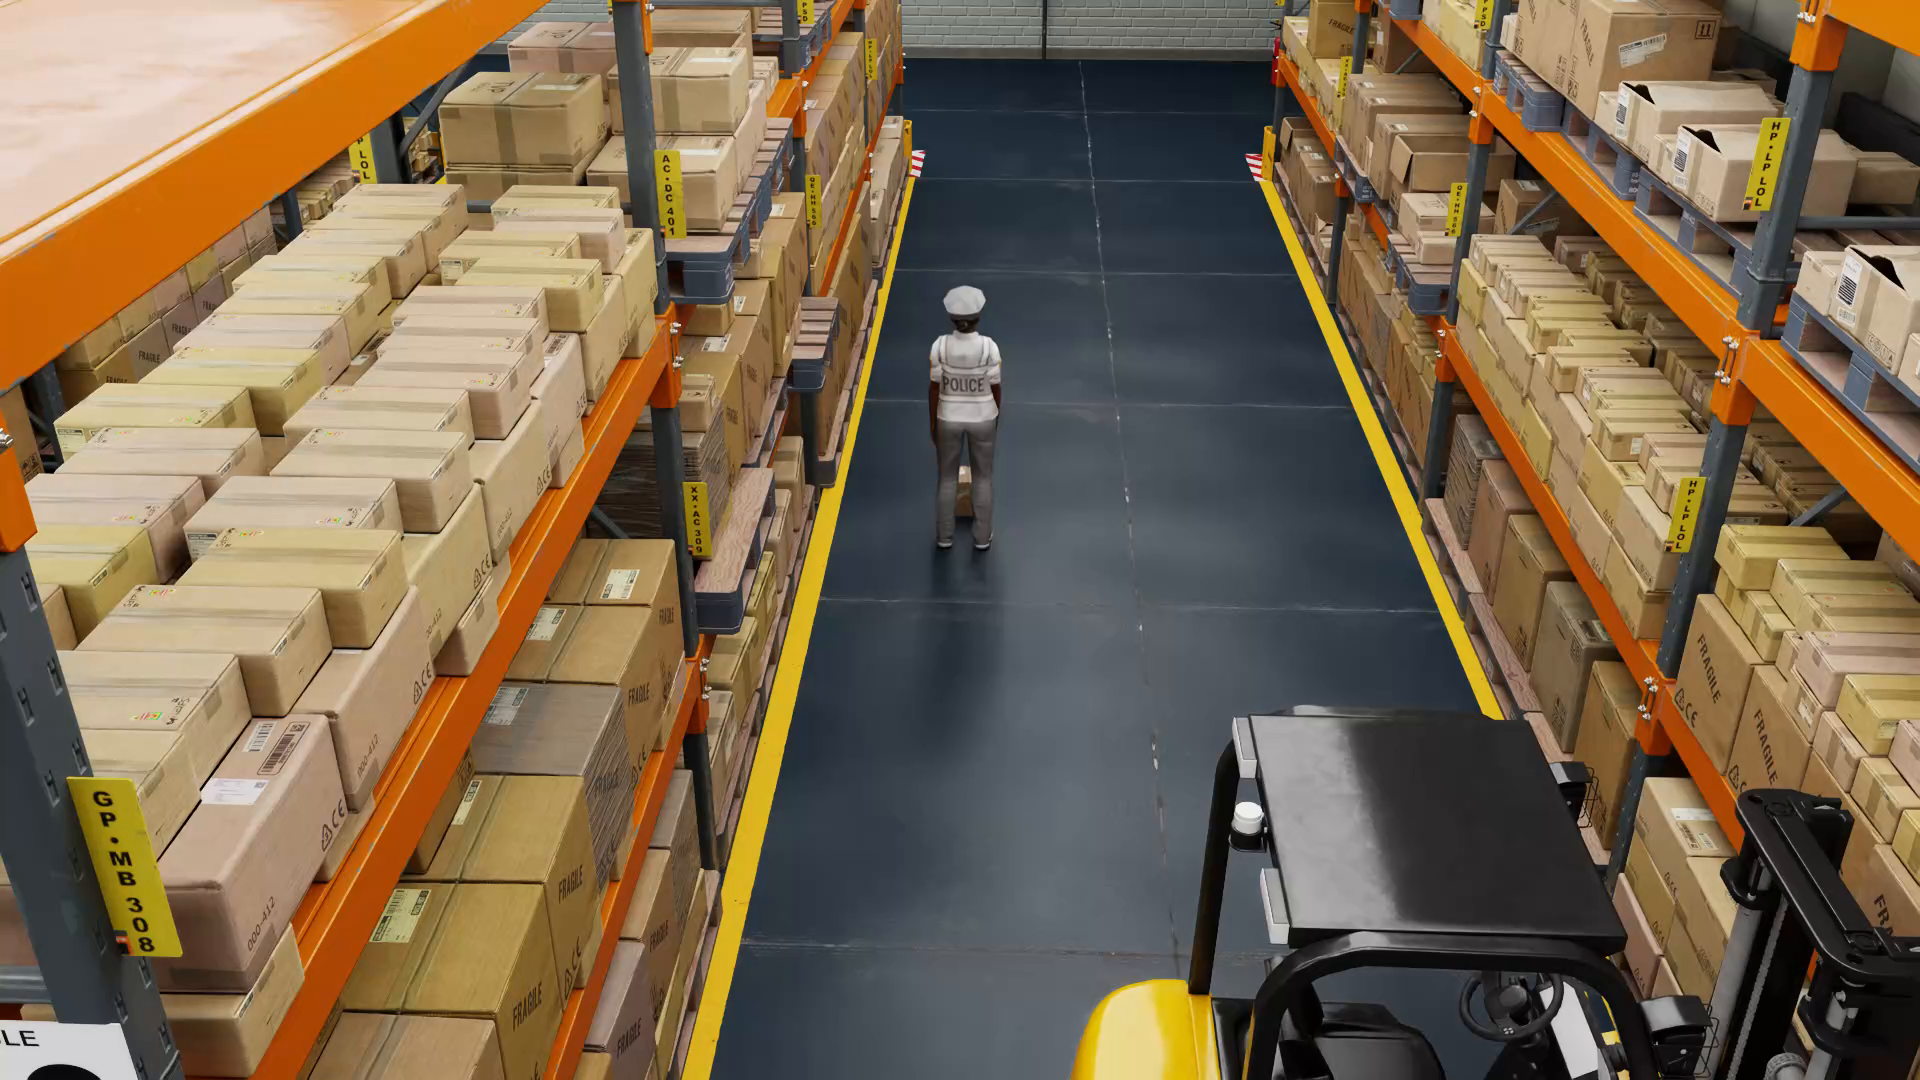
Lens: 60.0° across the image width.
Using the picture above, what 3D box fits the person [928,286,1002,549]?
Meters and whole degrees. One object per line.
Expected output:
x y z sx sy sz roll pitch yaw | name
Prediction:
0.031 -0.729 10.174 0.445 1.700 0.348 1 28 3 | person
